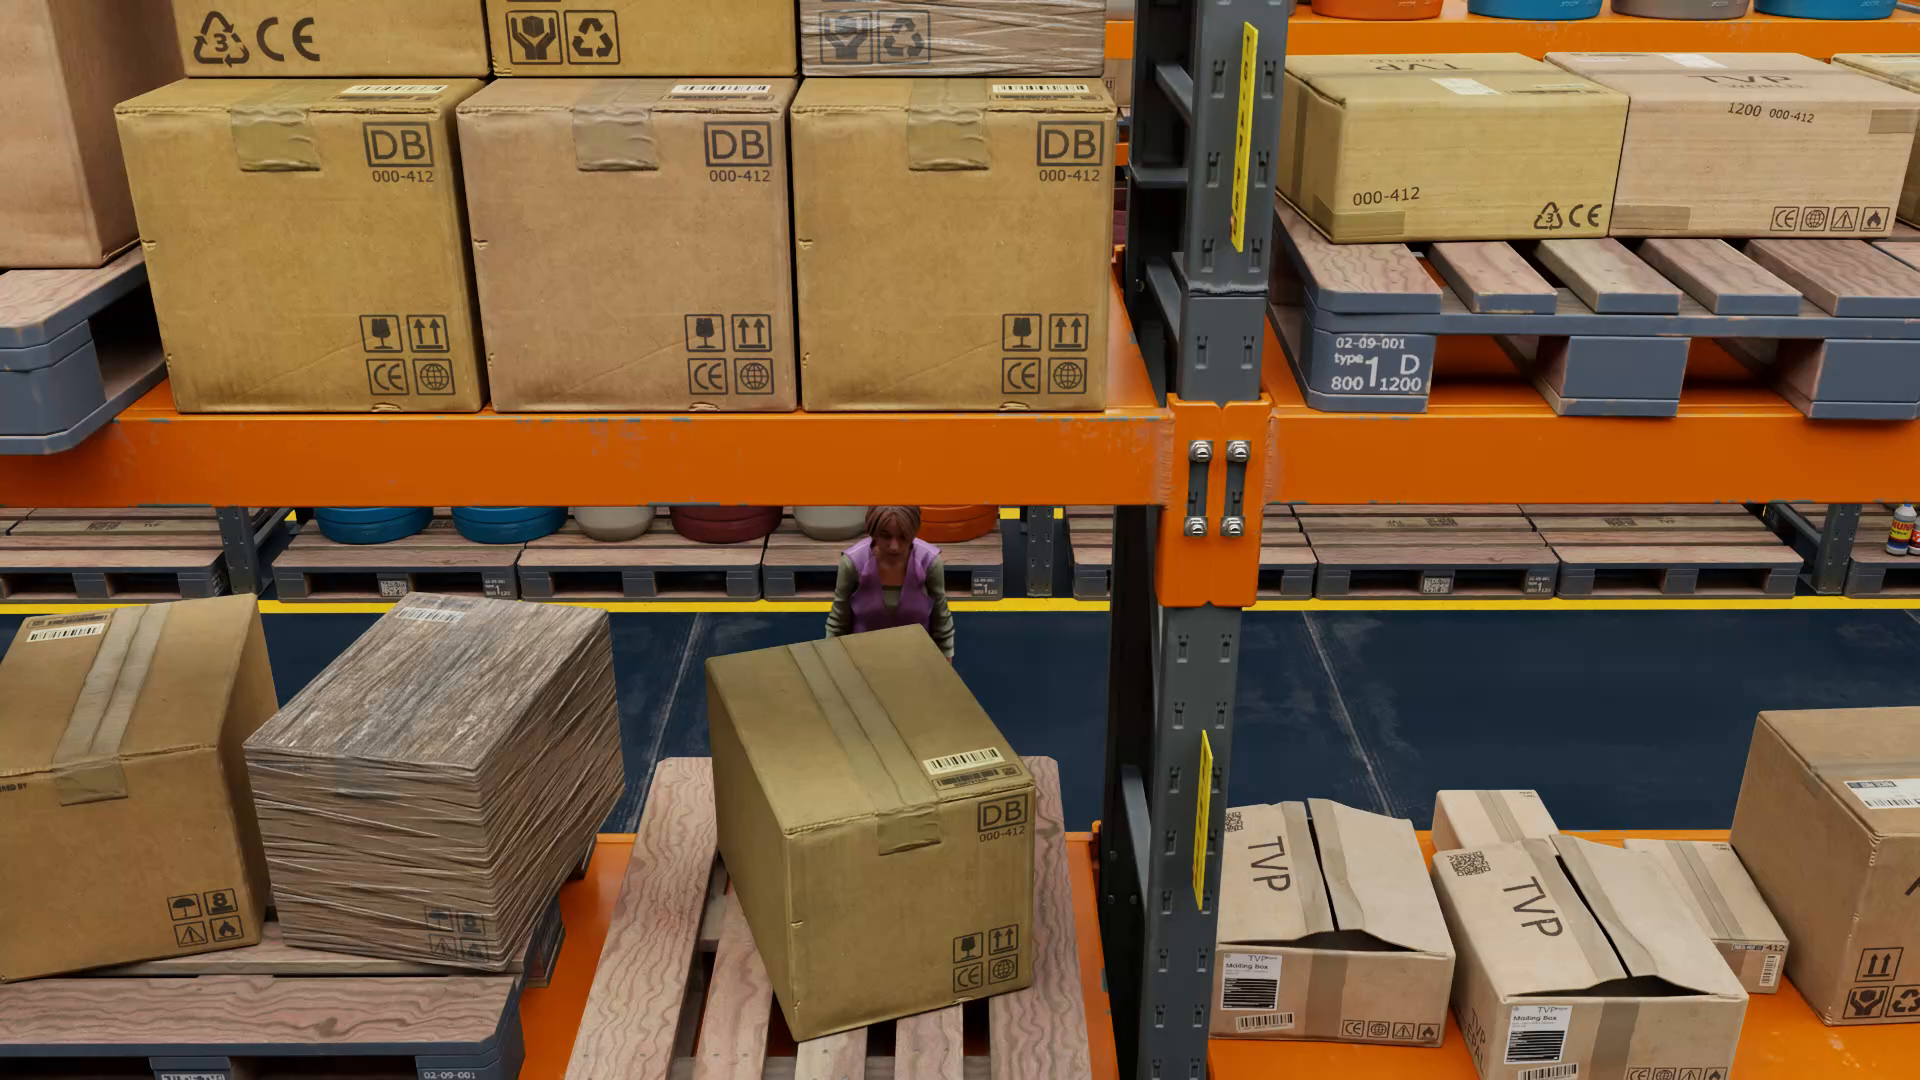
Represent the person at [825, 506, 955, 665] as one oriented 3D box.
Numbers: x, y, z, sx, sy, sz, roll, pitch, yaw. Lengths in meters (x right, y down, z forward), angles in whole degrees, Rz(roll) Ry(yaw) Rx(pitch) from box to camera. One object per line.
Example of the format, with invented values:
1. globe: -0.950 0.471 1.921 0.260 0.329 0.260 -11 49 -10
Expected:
1. person: -0.252 0.532 5.952 0.473 1.590 0.347 -1 25 -3
